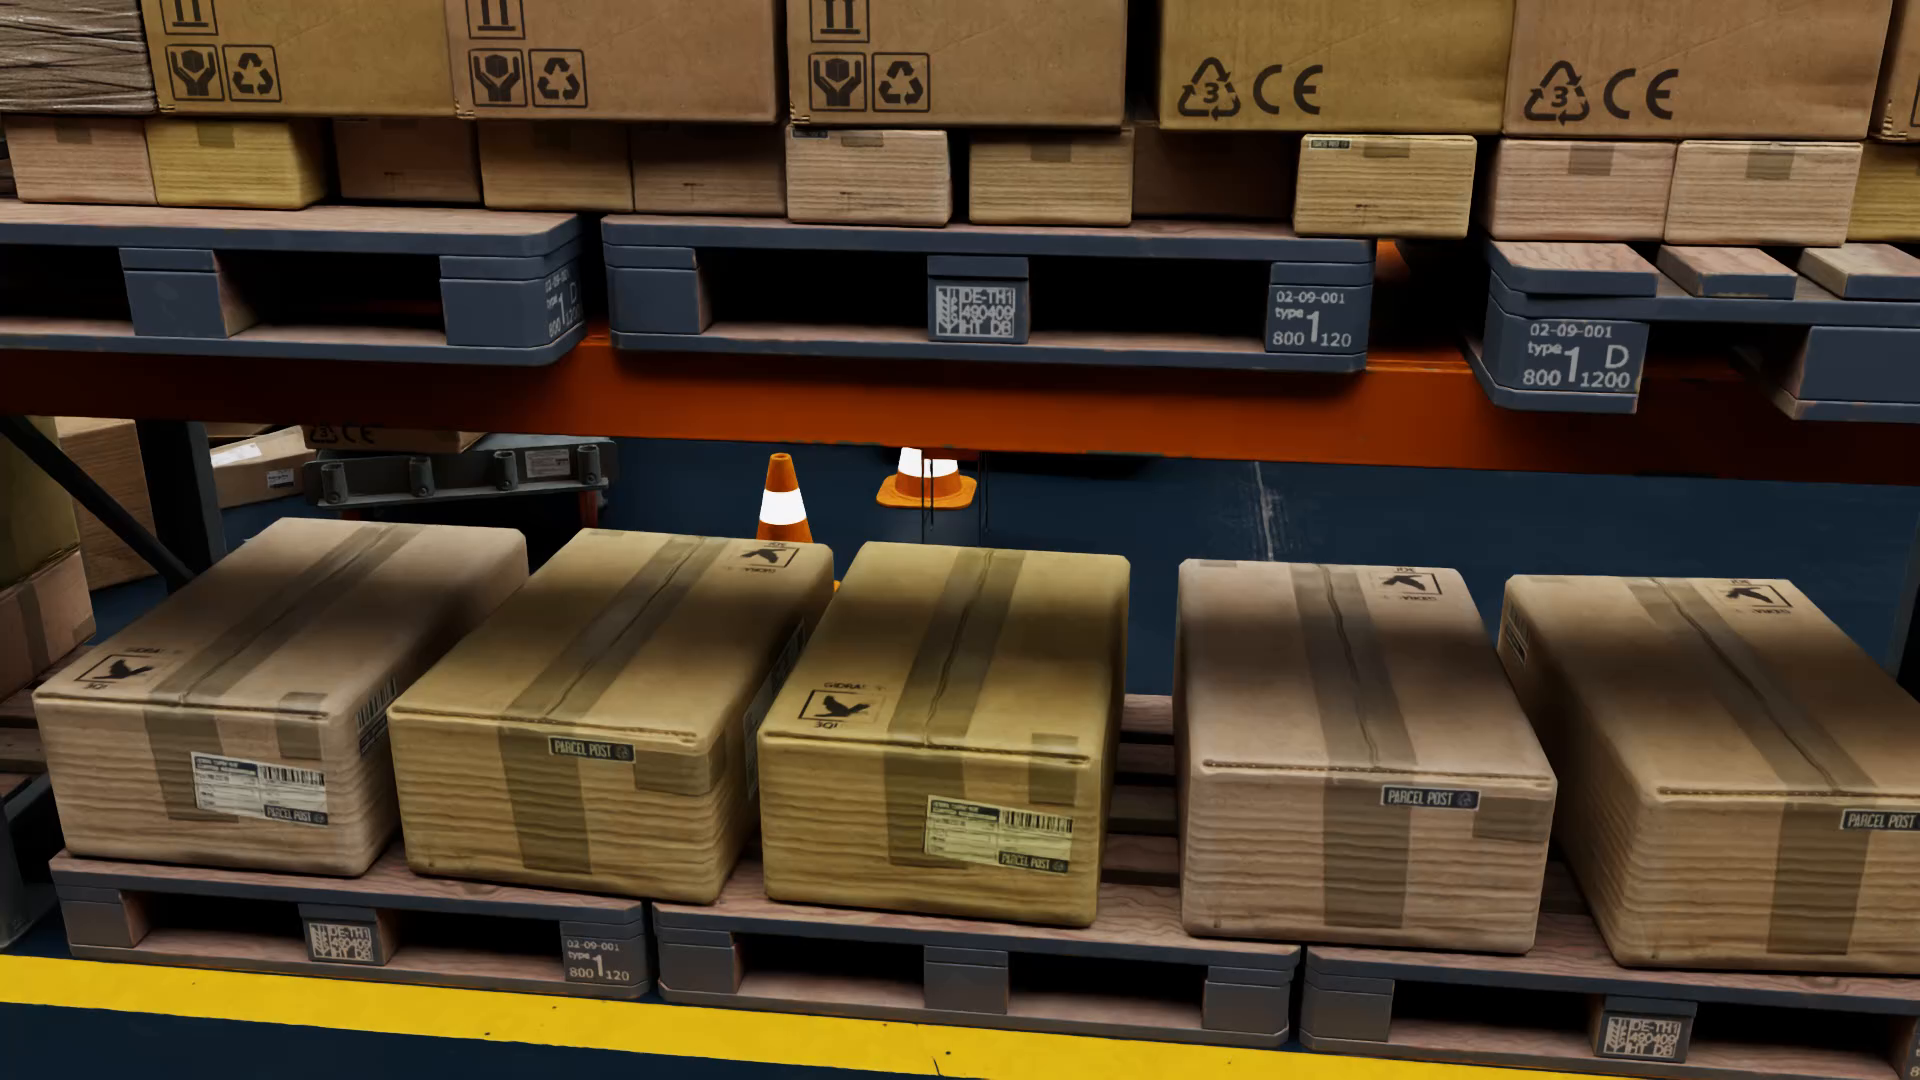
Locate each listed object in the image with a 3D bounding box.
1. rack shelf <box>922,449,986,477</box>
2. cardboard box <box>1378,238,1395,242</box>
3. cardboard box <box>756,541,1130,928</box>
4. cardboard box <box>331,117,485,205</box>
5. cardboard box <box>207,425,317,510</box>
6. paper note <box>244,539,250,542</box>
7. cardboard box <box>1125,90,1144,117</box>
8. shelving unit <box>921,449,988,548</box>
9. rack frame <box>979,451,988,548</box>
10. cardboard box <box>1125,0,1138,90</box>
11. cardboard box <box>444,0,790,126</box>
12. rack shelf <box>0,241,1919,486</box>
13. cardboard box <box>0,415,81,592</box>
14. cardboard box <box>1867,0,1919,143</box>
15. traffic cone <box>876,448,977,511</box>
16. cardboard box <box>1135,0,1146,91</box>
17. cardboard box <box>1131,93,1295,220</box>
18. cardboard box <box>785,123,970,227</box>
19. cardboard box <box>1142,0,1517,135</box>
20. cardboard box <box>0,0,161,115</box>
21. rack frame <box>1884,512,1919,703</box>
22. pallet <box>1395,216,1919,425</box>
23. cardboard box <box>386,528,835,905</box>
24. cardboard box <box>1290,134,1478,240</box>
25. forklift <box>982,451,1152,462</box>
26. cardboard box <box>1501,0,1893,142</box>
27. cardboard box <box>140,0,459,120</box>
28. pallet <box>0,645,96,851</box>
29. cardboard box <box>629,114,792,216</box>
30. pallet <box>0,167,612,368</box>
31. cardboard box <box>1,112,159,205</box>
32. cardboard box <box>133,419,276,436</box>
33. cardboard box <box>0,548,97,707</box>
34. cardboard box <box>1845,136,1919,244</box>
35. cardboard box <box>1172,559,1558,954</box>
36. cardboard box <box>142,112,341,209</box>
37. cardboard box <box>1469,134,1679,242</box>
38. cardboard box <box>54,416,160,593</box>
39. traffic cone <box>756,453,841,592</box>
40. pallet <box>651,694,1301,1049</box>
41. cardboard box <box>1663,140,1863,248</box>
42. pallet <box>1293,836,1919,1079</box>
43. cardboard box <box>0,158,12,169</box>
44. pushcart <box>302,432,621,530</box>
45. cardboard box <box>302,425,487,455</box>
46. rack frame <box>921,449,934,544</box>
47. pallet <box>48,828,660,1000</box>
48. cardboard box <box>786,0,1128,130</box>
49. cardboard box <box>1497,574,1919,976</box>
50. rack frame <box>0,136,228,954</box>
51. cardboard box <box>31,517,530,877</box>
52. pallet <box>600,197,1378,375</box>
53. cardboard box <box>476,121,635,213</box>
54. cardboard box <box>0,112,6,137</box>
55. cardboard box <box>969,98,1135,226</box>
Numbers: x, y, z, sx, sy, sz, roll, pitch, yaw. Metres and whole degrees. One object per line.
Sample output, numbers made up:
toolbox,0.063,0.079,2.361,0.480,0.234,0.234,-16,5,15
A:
rack shelf,-0.014,-0.294,5.325,0.180,0.103,0.258,2,22,6
cardboard box,1.943,-1.596,7.887,0.750,0.750,1.050,2,22,6
cardboard box,0.009,0.358,3.457,0.625,0.372,0.950,3,22,8
cardboard box,-0.869,-0.690,2.877,0.250,0.149,0.380,4,22,10
cardboard box,-2.474,-0.297,5.830,0.396,0.266,0.258,-14,25,-31
paper note,-2.243,-0.015,5.435,0.142,0.019,0.148,2,22,6
cardboard box,0.406,-0.789,3.127,0.250,0.149,0.380,3,22,8
shelving unit,-0.014,-0.559,5.221,0.189,1.200,0.258,2,22,6
rack frame,0.076,-0.555,5.211,0.006,1.200,0.240,2,22,6
cardboard box,0.093,-1.126,3.095,0.500,0.500,0.500,2,22,4
cardboard box,-0.499,-0.957,2.668,0.500,0.500,0.500,2,22,6
rack shelf,0.069,-0.328,3.169,4.000,0.370,1.077,2,22,6
cardboard box,-2.472,-0.139,3.860,0.500,0.500,0.500,4,22,9
cardboard box,1.570,-0.875,2.461,0.500,0.500,0.500,2,22,5
traffic cone,-0.116,-0.380,5.771,0.334,0.463,0.336,2,22,6
cardboard box,0.589,-1.101,3.033,0.500,0.500,0.500,3,22,7
cardboard box,0.412,-0.640,2.750,0.250,0.149,0.380,3,22,7
cardboard box,-0.115,-0.622,2.704,0.250,0.149,0.380,3,22,8
cardboard box,0.554,-0.915,2.561,0.500,0.500,0.500,1,22,3
cardboard box,-1.486,-1.005,2.789,0.500,0.500,0.500,3,22,8
rack frame,2.055,-0.576,2.818,0.127,3.000,1.000,2,22,6
pallet,1.334,-0.479,2.833,1.003,0.211,1.213,2,22,6
cardboard box,-0.682,0.329,3.531,0.625,0.372,0.950,4,22,10
cardboard box,0.647,-0.584,2.606,0.250,0.149,0.380,3,22,7
forklift,0.489,-2.151,6.893,1.130,2.935,3.031,5,22,12
cardboard box,1.056,-0.893,2.507,0.500,0.500,0.500,2,22,5
cardboard box,-0.988,-0.983,2.735,0.500,0.500,0.500,3,22,6
pallet,-2.589,0.531,3.809,1.213,0.211,1.003,2,22,6
cardboard box,-0.373,-0.653,2.781,0.250,0.149,0.380,3,22,7
pallet,-1.176,-0.574,3.073,1.213,0.211,1.003,2,22,6
cardboard box,-1.406,-0.689,2.873,0.250,0.149,0.380,3,22,7
cardboard box,-2.918,-0.636,6.179,0.503,0.637,0.797,2,22,6
cardboard box,-2.472,0.210,3.998,0.500,0.250,0.500,2,22,4
cardboard box,1.427,-0.568,2.568,0.250,0.149,0.380,3,22,7
cardboard box,0.761,0.393,3.368,0.625,0.372,0.950,2,22,5
cardboard box,-1.159,-0.675,2.837,0.250,0.149,0.380,3,22,7
cardboard box,0.922,-0.577,2.589,0.250,0.149,0.380,1,22,4
cardboard box,-2.822,-0.131,5.089,0.500,0.500,0.500,-19,28,-40
traffic cone,-0.521,-0.027,4.879,0.334,0.463,0.336,2,22,6
pallet,0.071,0.632,3.553,1.213,0.211,1.003,2,22,6
cardboard box,1.171,-0.563,2.554,0.250,0.149,0.380,2,22,6
pallet,1.279,0.686,3.418,1.213,0.211,1.003,2,22,6
cardboard box,-2.193,-0.763,3.633,0.250,0.149,0.380,2,22,6
pushcart,-1.699,-0.365,5.849,0.936,0.377,1.648,-5,22,-12
cardboard box,-1.738,-0.590,5.223,0.500,0.500,0.500,2,22,6
rack frame,-0.105,-0.563,5.231,0.006,1.200,0.240,2,22,6
pallet,-1.144,0.580,3.685,1.213,0.211,1.003,2,22,6
cardboard box,0.012,-0.939,2.622,0.500,0.500,0.500,2,22,4
cardboard box,1.495,0.422,3.295,0.625,0.372,0.950,1,22,3
rack frame,-1.918,-0.750,3.256,0.127,3.000,1.000,2,22,6
cardboard box,-1.396,0.299,3.607,0.625,0.372,0.950,3,22,7
pallet,0.084,-0.558,3.032,1.213,0.211,1.003,2,22,6
cardboard box,-0.618,-0.664,2.810,0.250,0.149,0.380,3,22,7
cardboard box,-2.322,-1.055,3.488,0.500,0.500,0.500,2,22,6
cardboard box,0.153,-0.621,2.702,0.250,0.149,0.380,2,22,5
